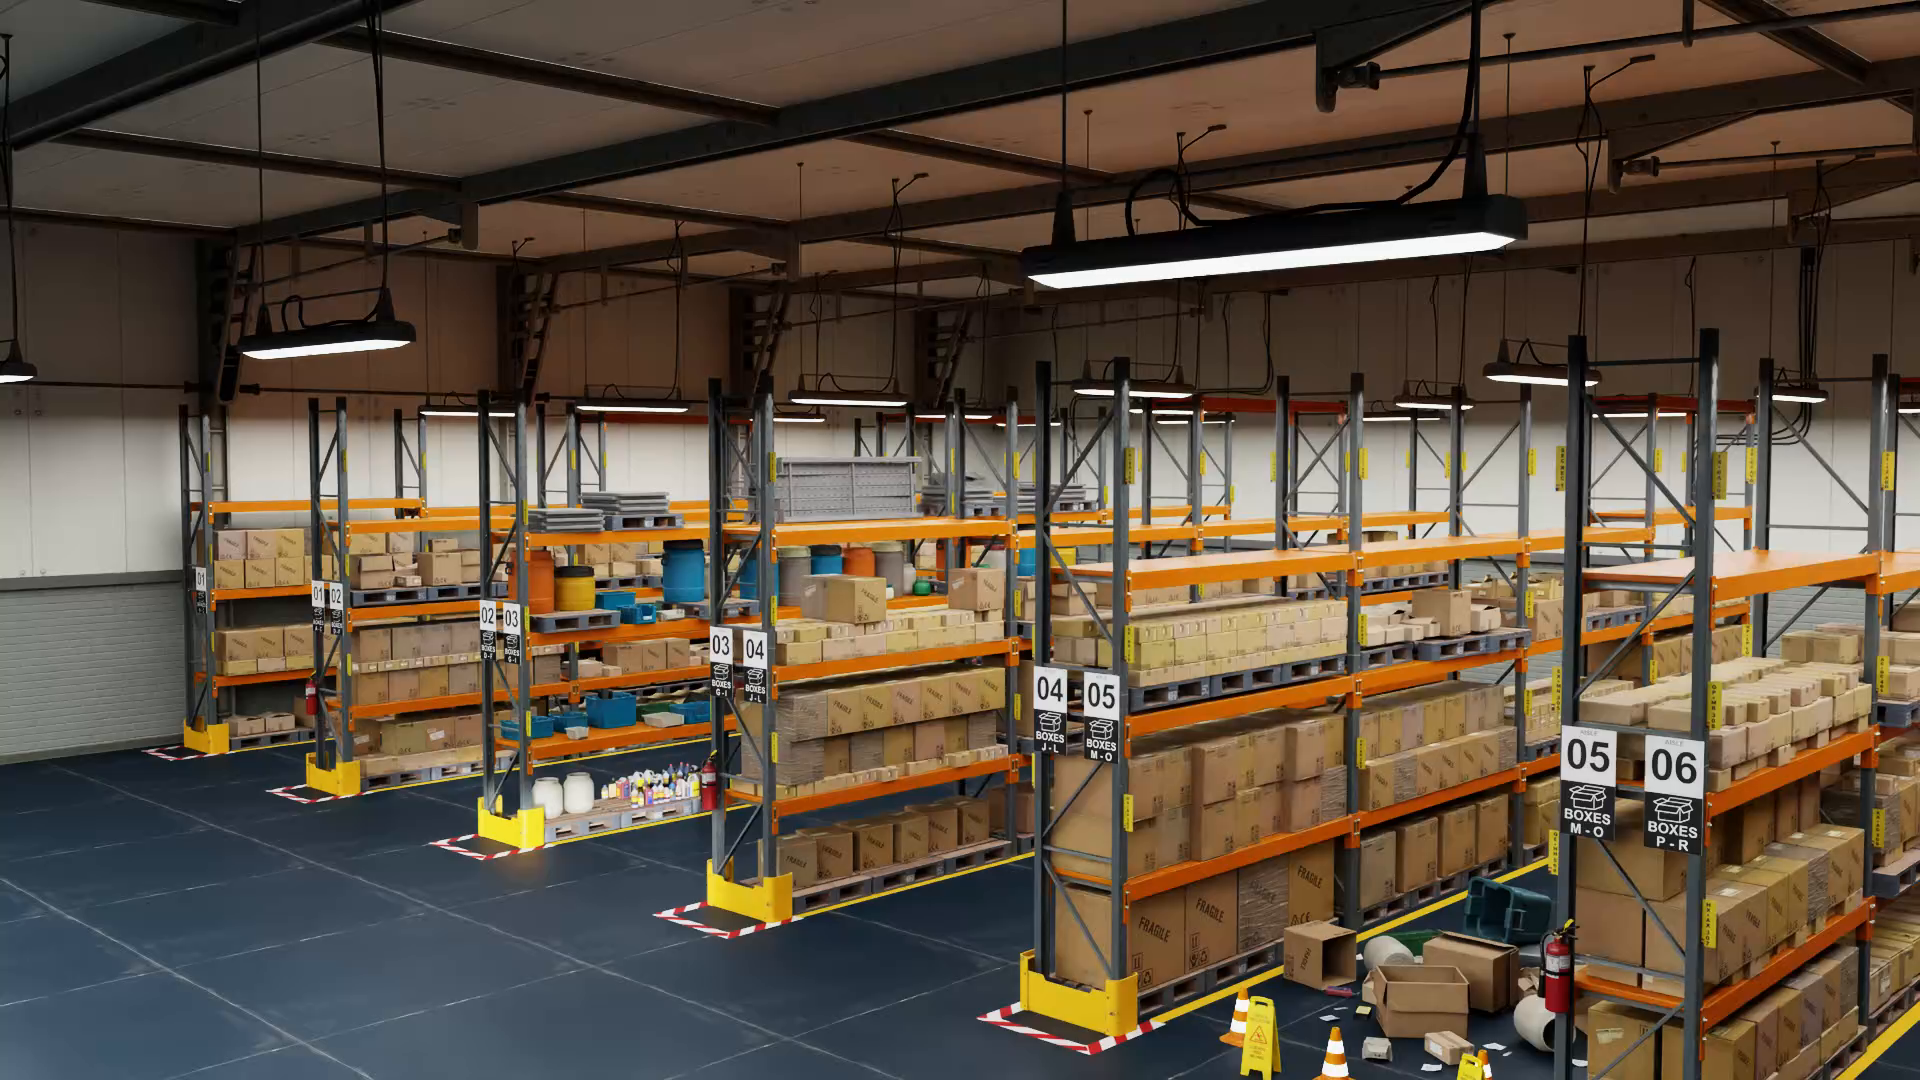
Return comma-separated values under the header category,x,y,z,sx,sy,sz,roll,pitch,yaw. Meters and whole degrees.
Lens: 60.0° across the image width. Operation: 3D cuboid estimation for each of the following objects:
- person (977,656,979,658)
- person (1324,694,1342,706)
category,x,y,z,sx,sy,sz,roll,pitch,yaw
person,0.279,2.321,40.362,0.497,1.439,0.959,-2,4,-33
person,5.402,3.036,24.444,0.391,1.692,0.479,1,3,16
